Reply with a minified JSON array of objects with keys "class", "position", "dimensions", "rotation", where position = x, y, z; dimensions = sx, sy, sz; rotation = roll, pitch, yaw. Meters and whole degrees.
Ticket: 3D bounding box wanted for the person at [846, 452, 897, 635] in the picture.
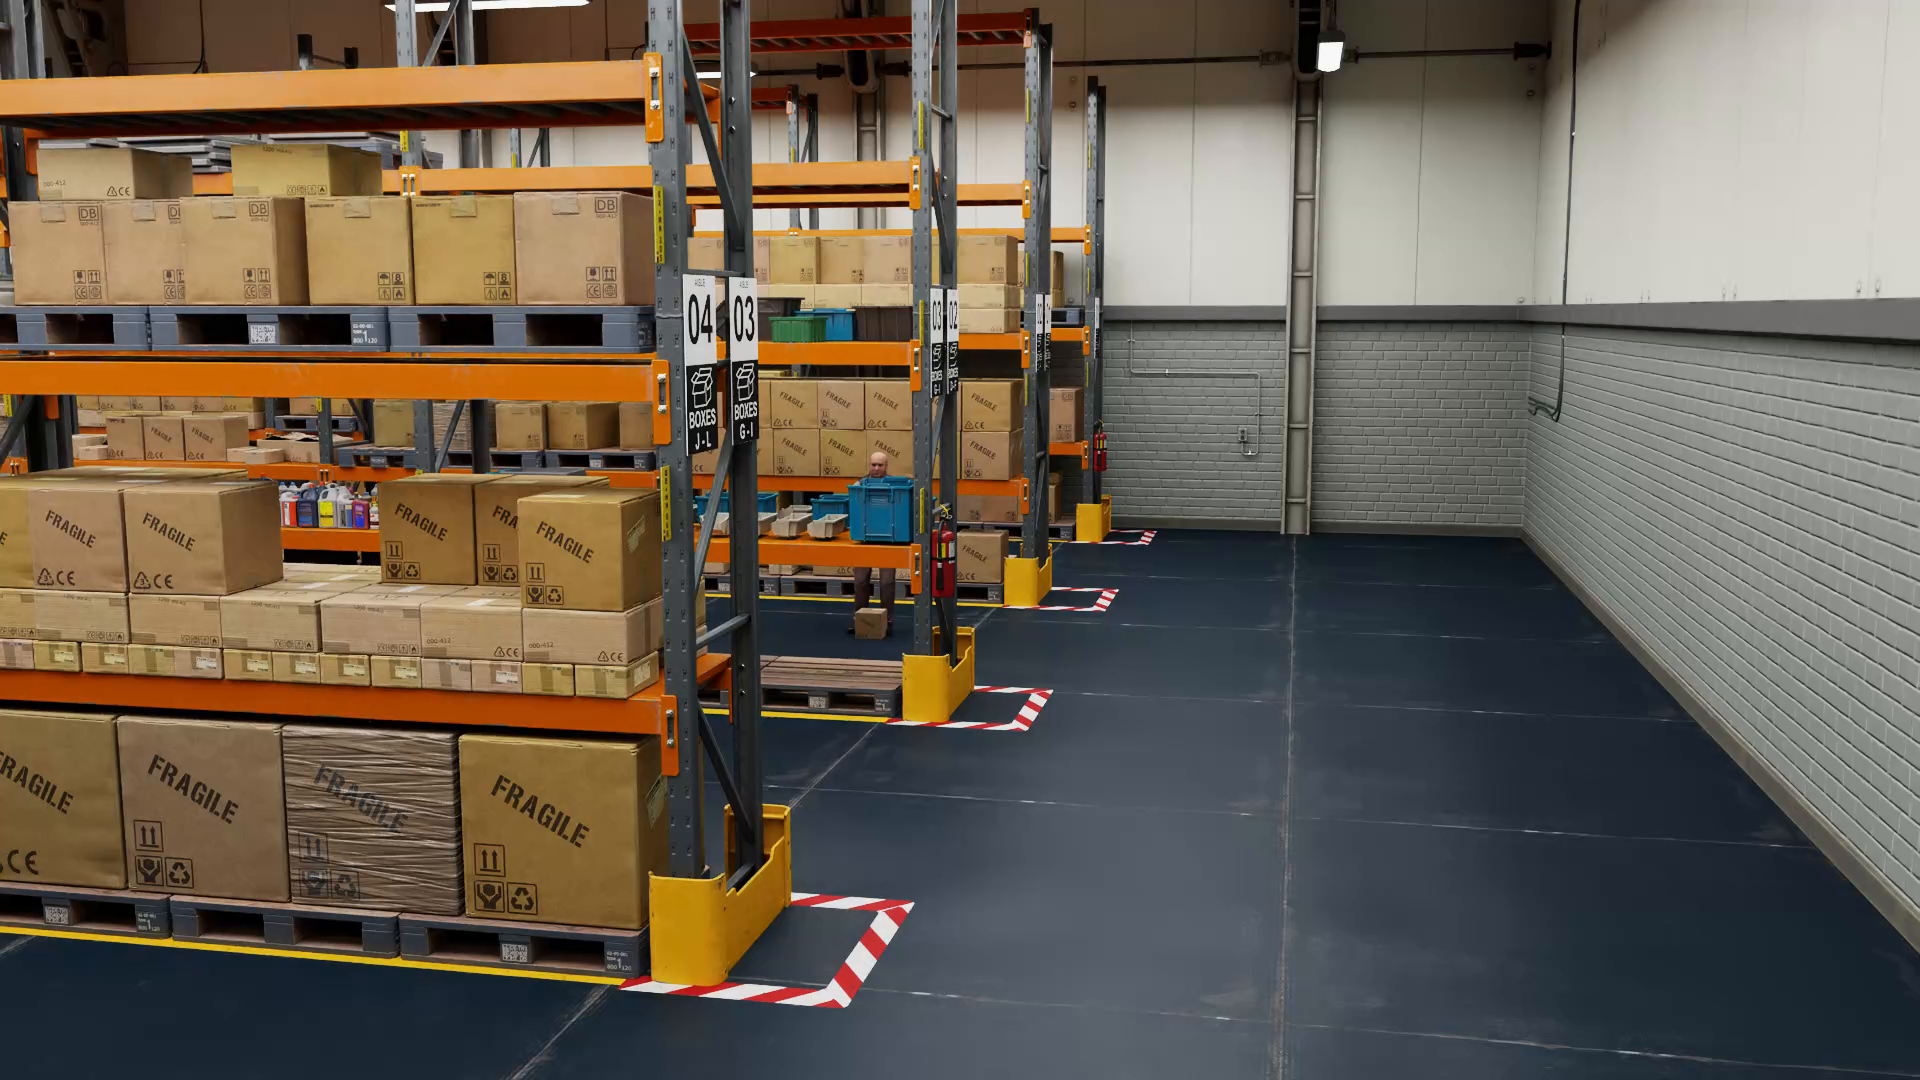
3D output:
[{"class":"person","position":[-0.779,0.022,15.743],"dimensions":[0.594,1.721,0.471],"rotation":[1,8,8]}]
